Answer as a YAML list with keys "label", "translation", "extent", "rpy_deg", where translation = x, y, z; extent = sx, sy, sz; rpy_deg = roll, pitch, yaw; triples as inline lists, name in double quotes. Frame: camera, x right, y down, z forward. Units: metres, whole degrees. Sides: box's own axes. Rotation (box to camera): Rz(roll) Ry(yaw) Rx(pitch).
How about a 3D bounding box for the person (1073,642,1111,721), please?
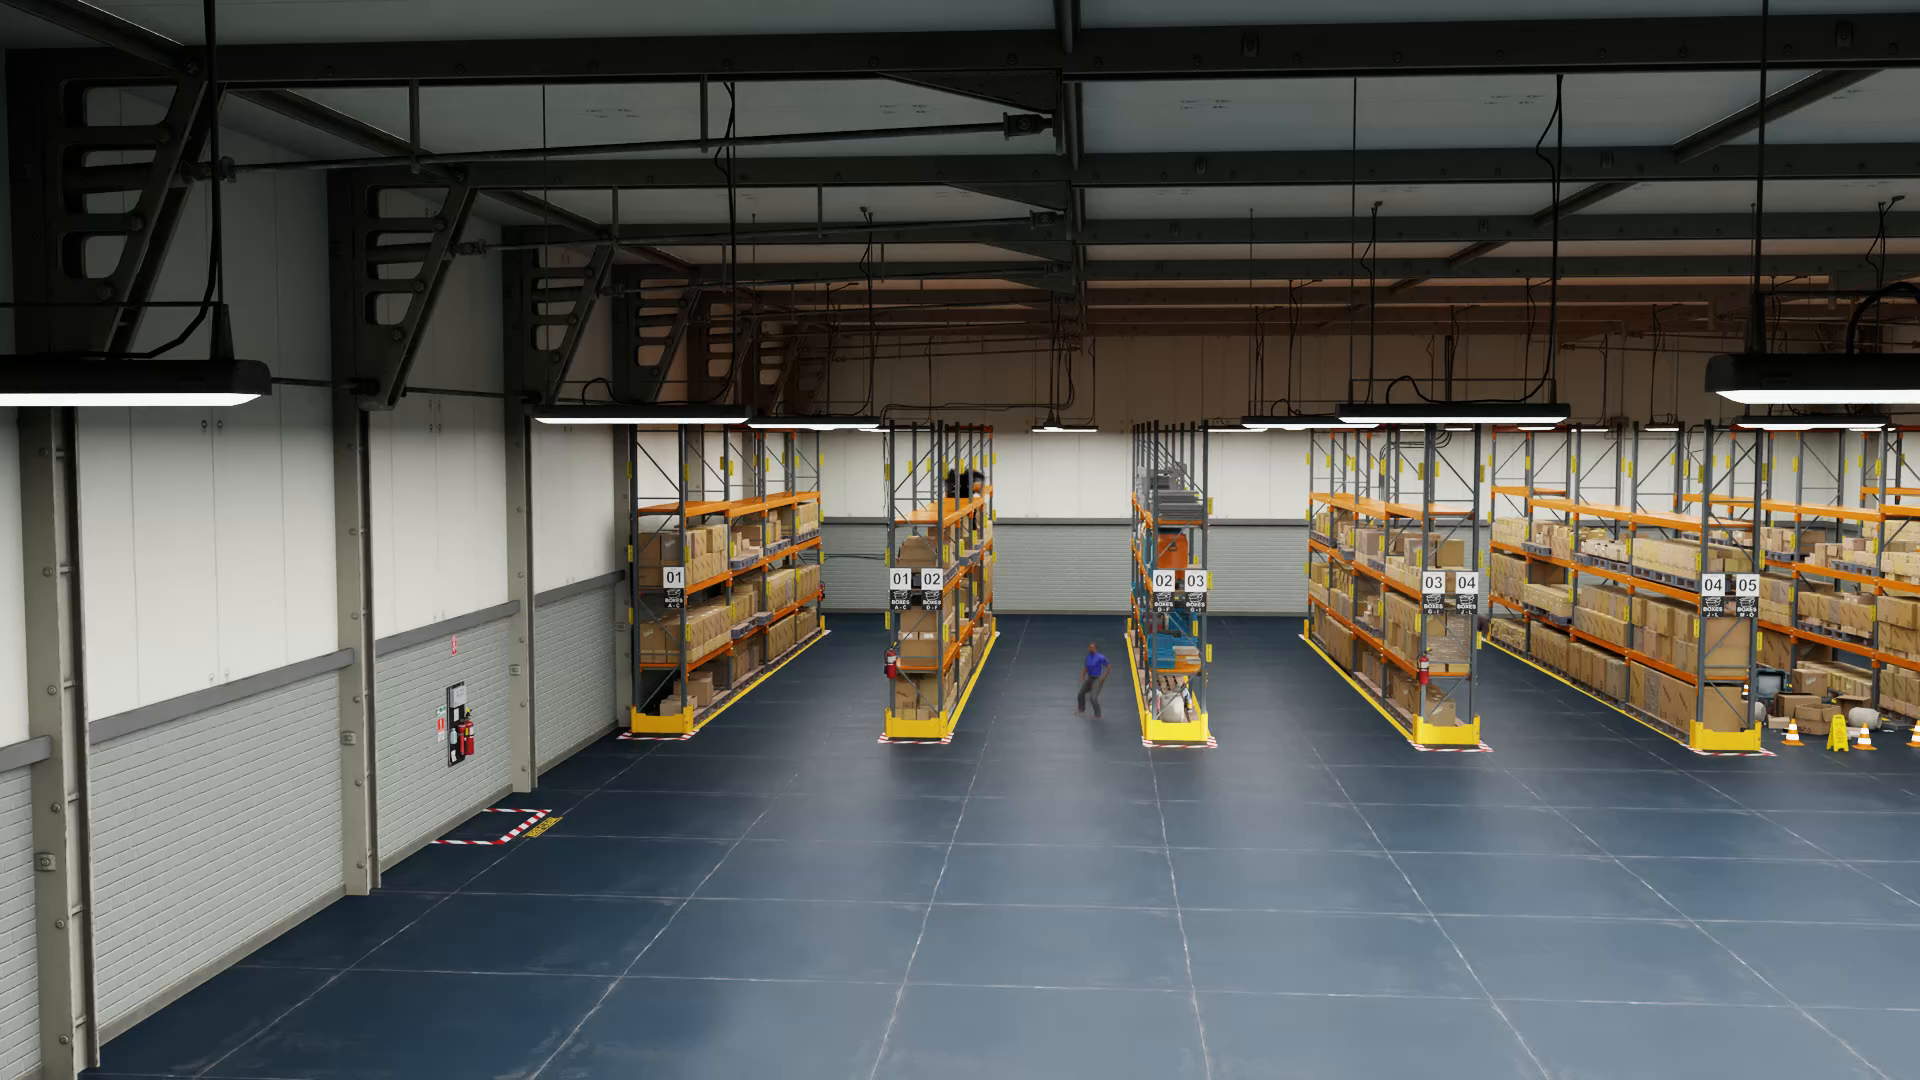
- label: "person"
  translation: [2.612, 2.832, 33.518]
  extent: [0.452, 1.600, 0.891]
  rpy_deg: [-3, 5, -42]

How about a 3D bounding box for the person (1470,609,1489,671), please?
- label: "person"
  translation: [12.361, 2.386, 40.095]
  extent: [0.703, 1.633, 1.102]
  rpy_deg: [1, 4, 11]
